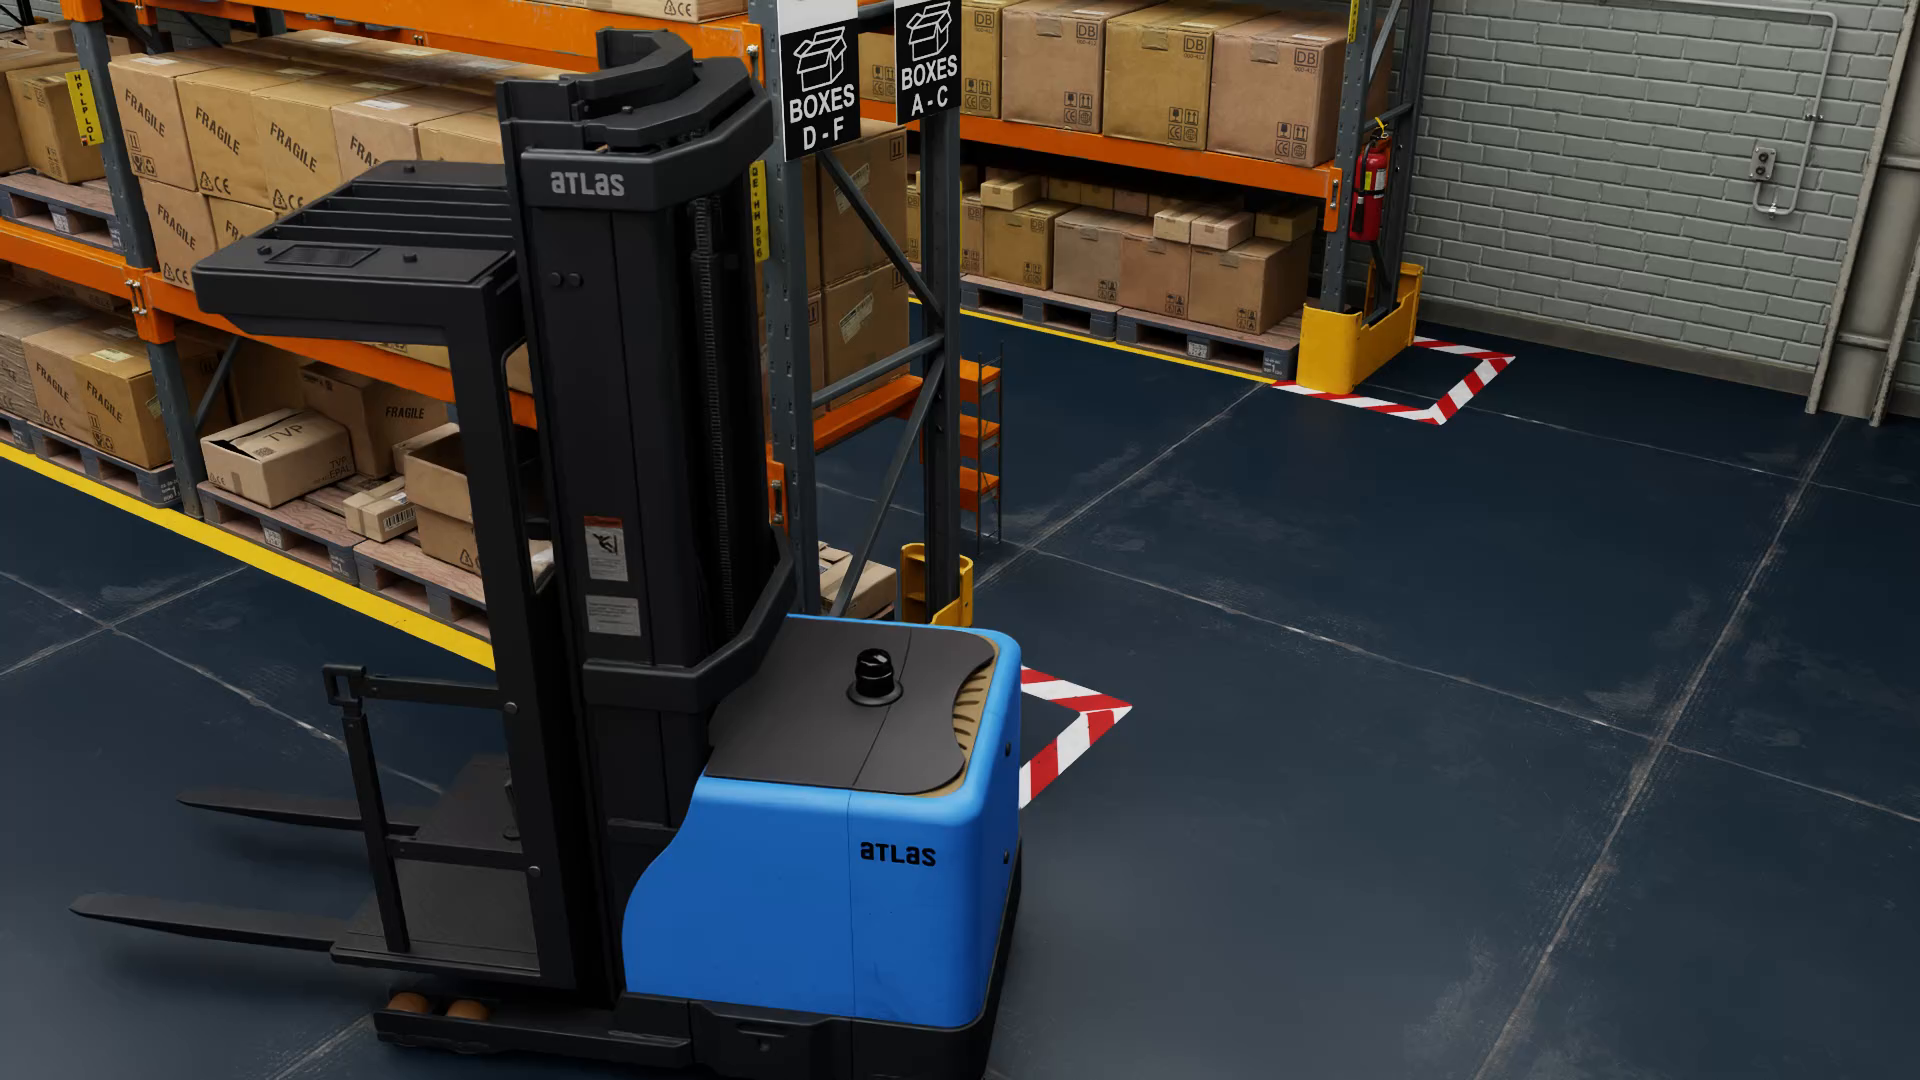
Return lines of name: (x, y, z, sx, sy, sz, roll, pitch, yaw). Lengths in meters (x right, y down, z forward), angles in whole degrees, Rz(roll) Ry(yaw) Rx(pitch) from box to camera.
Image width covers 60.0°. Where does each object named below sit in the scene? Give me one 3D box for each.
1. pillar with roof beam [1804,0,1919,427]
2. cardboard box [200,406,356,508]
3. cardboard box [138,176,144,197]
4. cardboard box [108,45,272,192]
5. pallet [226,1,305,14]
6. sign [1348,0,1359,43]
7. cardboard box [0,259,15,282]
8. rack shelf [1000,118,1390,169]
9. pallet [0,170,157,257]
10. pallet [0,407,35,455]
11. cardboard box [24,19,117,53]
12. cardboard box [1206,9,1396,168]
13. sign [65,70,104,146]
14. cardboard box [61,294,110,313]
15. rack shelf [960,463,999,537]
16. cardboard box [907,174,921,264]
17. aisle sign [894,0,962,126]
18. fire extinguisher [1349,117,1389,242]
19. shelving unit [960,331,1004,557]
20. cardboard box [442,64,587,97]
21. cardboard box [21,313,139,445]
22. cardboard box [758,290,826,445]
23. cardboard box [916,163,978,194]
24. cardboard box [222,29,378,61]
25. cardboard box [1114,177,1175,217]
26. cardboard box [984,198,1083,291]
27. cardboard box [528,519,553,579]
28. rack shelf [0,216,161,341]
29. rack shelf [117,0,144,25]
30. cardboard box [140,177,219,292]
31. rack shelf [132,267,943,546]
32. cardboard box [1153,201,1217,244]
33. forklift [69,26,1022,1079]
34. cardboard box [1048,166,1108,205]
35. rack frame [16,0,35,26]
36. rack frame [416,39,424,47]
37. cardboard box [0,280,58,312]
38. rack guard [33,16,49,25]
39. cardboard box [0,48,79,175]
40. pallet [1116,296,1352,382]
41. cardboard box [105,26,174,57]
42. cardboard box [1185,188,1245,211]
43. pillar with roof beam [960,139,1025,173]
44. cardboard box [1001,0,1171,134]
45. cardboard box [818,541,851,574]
pillar with roof beam: (2.749, -3.155, 4.529, 0.400, 9.000, 9.100, 17, 32, 30)
cardboard box: (-3.404, -0.445, 8.296, 0.500, 0.311, 0.500, 17, 32, 30)
cardboard box: (-3.891, -2.072, 8.442, 0.500, 0.500, 0.700, 7, 28, 13)
cardboard box: (-3.398, -1.899, 7.462, 0.500, 0.500, 0.500, 18, 32, 32)
pallet: (-5.778, -4.923, 14.828, 1.213, 0.211, 1.003, 17, 32, 30)
sign: (2.153, -2.884, 9.071, 0.005, 0.325, 0.100, 17, 32, 30)
cardboard box: (-5.594, -1.459, 10.081, 0.500, 0.500, 0.500, 16, 31, 29)
rack shelf: (0.823, -2.741, 10.907, 3.809, 0.124, 0.919, 17, 32, 30)
pallet: (-4.224, -1.796, 8.683, 1.213, 0.211, 1.003, 17, 32, 30)
pallet: (-5.329, -0.900, 9.787, 1.213, 0.211, 1.003, 17, 32, 30)
cardboard box: (-9.152, -5.087, 17.210, 0.500, 0.500, 0.700, 15, 31, 27)
cardboard box: (2.045, -2.722, 9.961, 0.700, 0.700, 0.980, 19, 33, 33)
sign: (-3.939, -1.943, 7.484, 0.005, 0.325, 0.100, 17, 32, 30)
cardboard box: (-4.742, -1.197, 9.565, 0.500, 0.500, 0.500, 18, 32, 31)
rack shelf: (0.044, -0.197, 8.116, 0.240, 0.259, 0.215, 17, 32, 30)
cardboard box: (-0.267, -2.331, 11.816, 0.500, 0.500, 0.700, 18, 32, 31)
aisle sign: (-0.108, -1.859, 5.730, 0.004, 0.787, 0.394, 17, 32, 30)
fire extinguisher: (2.334, -2.049, 9.466, 0.183, 0.674, 0.296, 17, 32, 30)
shelving unit: (0.044, -0.454, 7.985, 0.252, 1.050, 0.215, 17, 32, 30)
cardboard box: (-1.811, -1.703, 7.076, 0.500, 0.500, 0.500, 17, 32, 30)
cardboard box: (-4.599, -0.867, 8.918, 0.500, 0.500, 0.500, 17, 32, 30)
cardboard box: (-0.853, -0.666, 6.141, 0.500, 0.500, 0.500, 18, 32, 32)
cardboard box: (-0.088, -2.464, 11.362, 0.250, 0.149, 0.380, 19, 32, 32)
cardboard box: (-3.064, -2.093, 7.842, 0.500, 0.500, 0.500, 17, 32, 31)
cardboard box: (1.220, -2.268, 10.977, 0.250, 0.149, 0.380, 18, 32, 31)
cardboard box: (0.567, -2.068, 11.300, 0.500, 0.500, 0.700, 18, 32, 31)
cardboard box: (-1.684, 0.118, 7.257, 0.500, 0.250, 0.500, 17, 32, 30)
rack shelf: (-5.276, -1.828, 9.329, 4.000, 0.370, 1.077, 17, 32, 30)
rack shelf: (-9.069, -5.736, 17.006, 4.000, 0.370, 1.077, 17, 32, 30)
cardboard box: (-3.361, -1.447, 7.676, 0.500, 0.500, 0.500, 18, 32, 32)
rack shelf: (-1.979, -0.801, 7.310, 4.000, 0.370, 1.077, 17, 32, 30)
cardboard box: (1.418, -1.996, 10.443, 0.250, 0.149, 0.380, 18, 32, 32)
forklift: (-1.355, 0.049, 4.922, 3.031, 2.935, 1.130, 4, 27, 8)
cardboard box: (0.800, -2.399, 11.234, 0.250, 0.149, 0.380, 17, 31, 29)
rack frame: (-10.717, -6.570, 17.852, 0.127, 3.000, 1.000, 17, 32, 30)
rack frame: (-4.123, -4.516, 13.816, 0.127, 3.000, 1.000, 17, 32, 30)
cardboard box: (-5.433, -1.126, 9.426, 0.500, 0.500, 0.500, 16, 31, 29)
rack guard: (-10.655, -5.436, 18.381, 0.348, 0.500, 1.175, 17, 32, 30)
cardboard box: (-5.119, -2.298, 8.885, 0.500, 0.500, 0.700, 9, 28, 18)
pallet: (1.768, -1.394, 10.757, 1.213, 0.211, 1.003, 17, 32, 30)
cardboard box: (-8.298, -4.876, 16.796, 0.544, 0.500, 0.544, 18, 32, 31)
cardboard box: (1.636, -2.138, 10.722, 0.250, 0.149, 0.380, 17, 32, 30)
pillar with roof beam: (-2.196, -4.696, 7.556, 0.400, 9.000, 9.100, 17, 32, 30)
cardboard box: (0.816, -3.104, 10.711, 0.700, 0.700, 0.980, 16, 31, 28)
cardboard box: (-0.687, 0.158, 7.271, 0.250, 0.166, 0.380, 17, 32, 30)
